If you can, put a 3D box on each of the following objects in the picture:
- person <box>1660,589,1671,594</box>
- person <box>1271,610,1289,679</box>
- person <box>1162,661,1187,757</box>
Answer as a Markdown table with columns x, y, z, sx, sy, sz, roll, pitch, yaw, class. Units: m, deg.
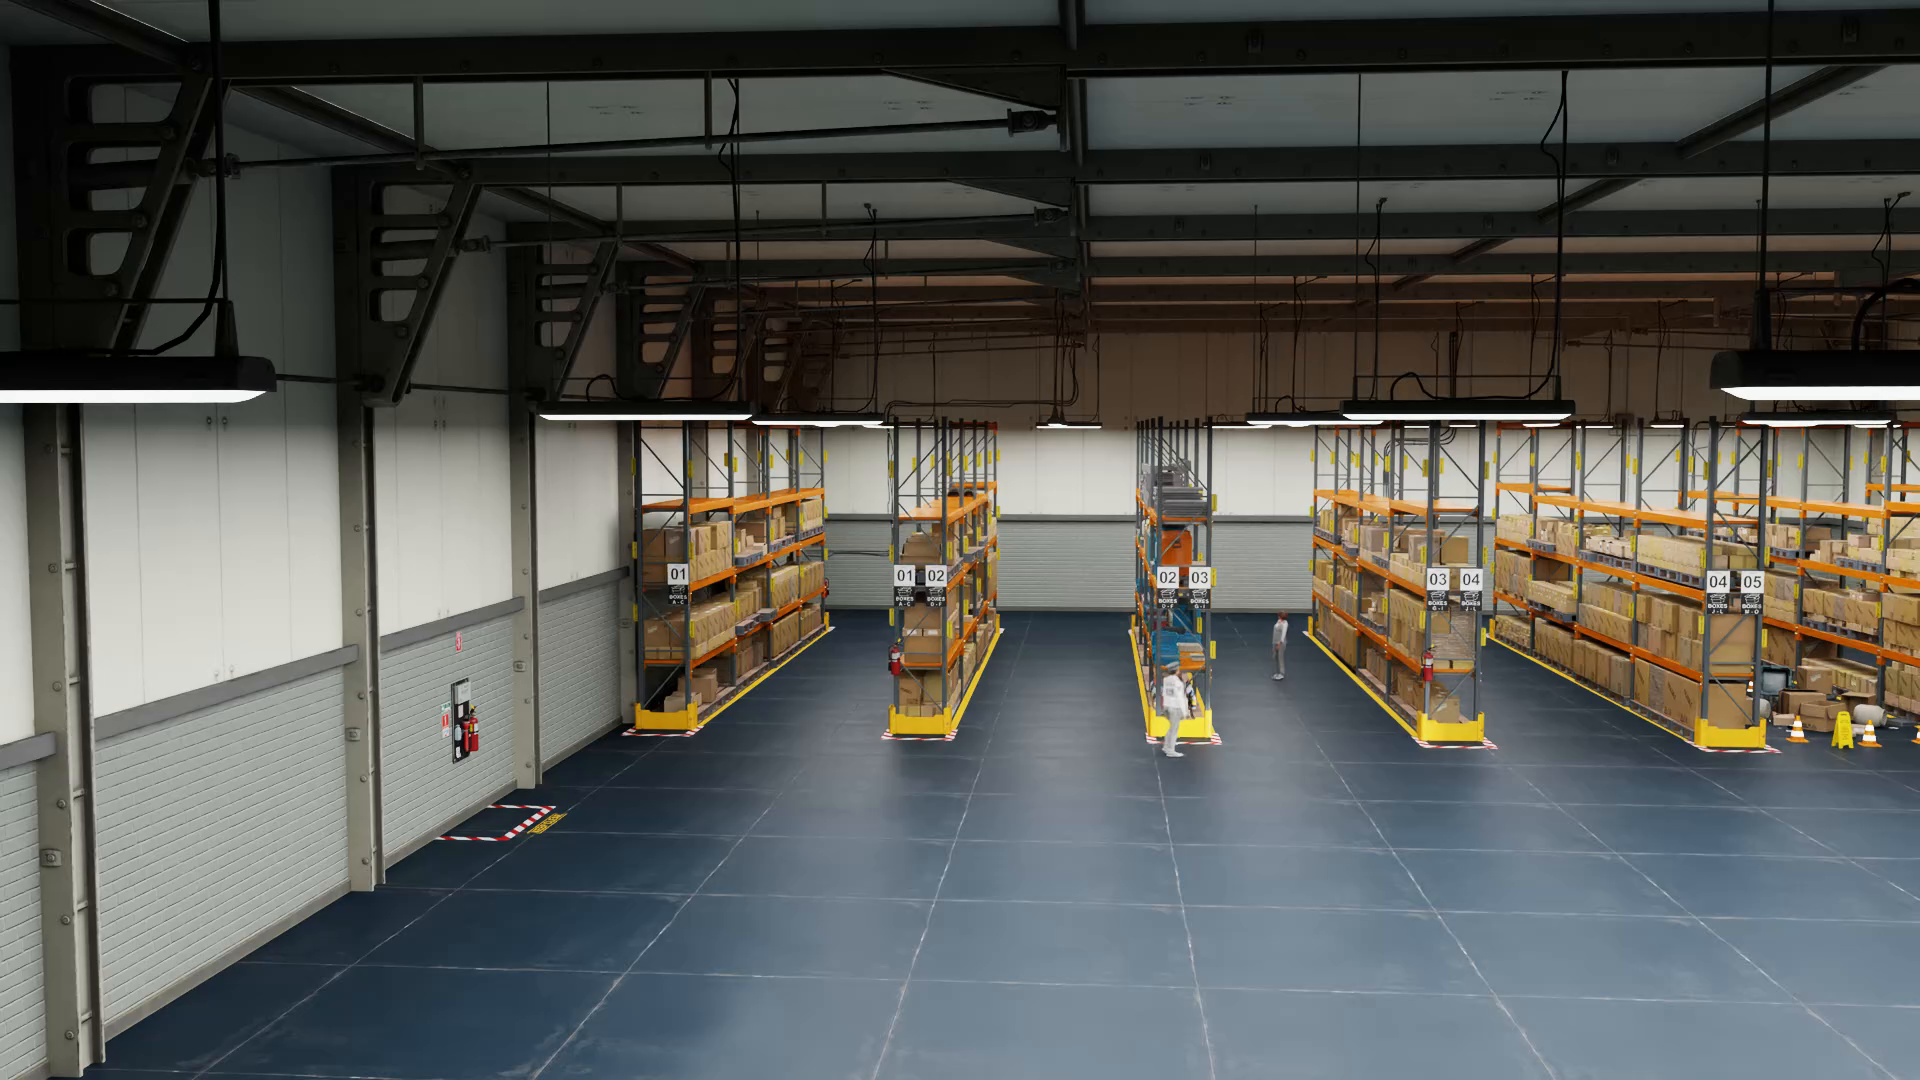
| x | y | z | sx | sy | sz | roll | pitch | yaw | class |
| --- | --- | --- | --- | --- | --- | --- | --- | --- | --- |
| 17.755 | 2.107 | 41.867 | 0.645 | 1.804 | 0.609 | -1 | 4 | -14 | person |
| 7.378 | 2.431 | 38.511 | 0.375 | 1.630 | 0.507 | -1 | 4 | -21 | person |
| 3.787 | 2.987 | 29.275 | 0.347 | 1.692 | 0.572 | -1 | 4 | -22 | person |
